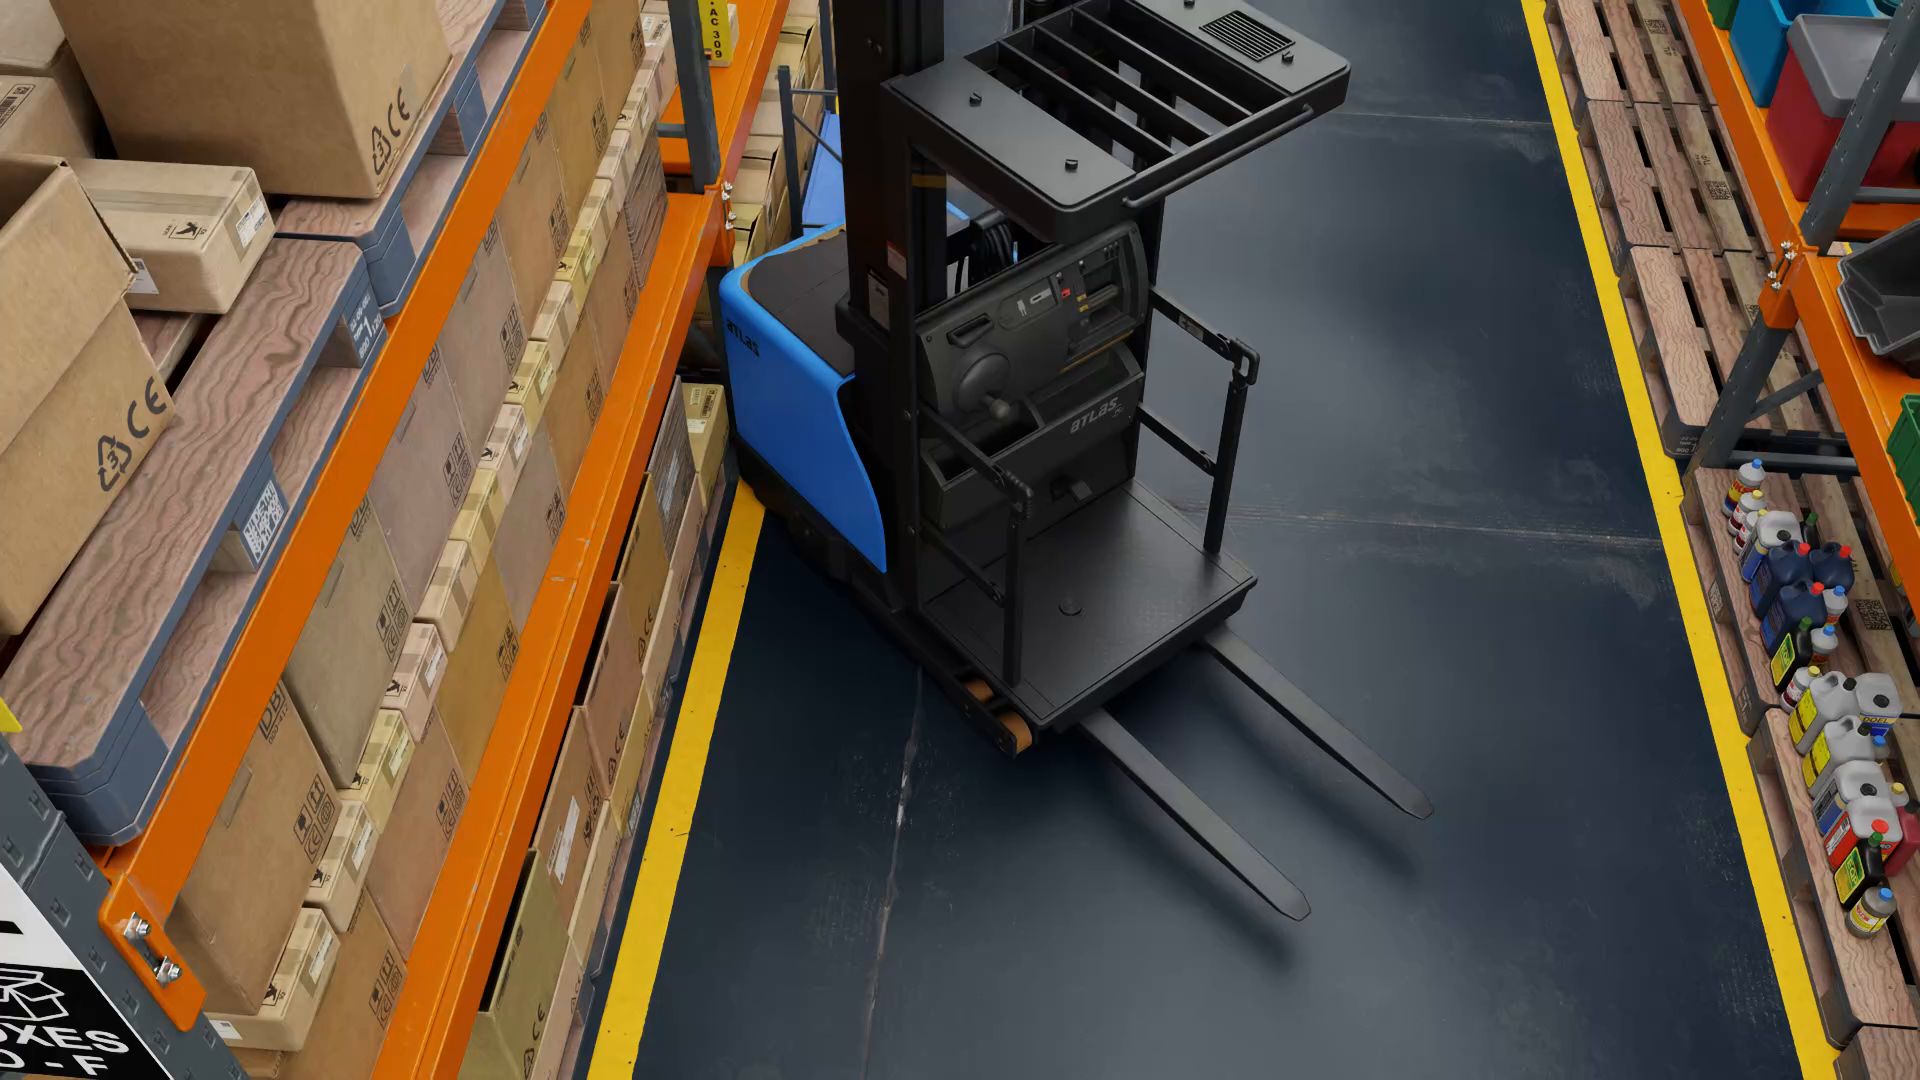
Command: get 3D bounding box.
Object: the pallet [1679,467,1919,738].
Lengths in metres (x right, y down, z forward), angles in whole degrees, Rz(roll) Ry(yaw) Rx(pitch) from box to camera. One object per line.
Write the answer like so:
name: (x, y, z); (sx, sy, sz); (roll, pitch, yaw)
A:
pallet: (3.427, 0.245, 6.408); (1.003, 0.211, 1.213); (4, 48, 4)

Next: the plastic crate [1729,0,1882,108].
plastic crate: (3.321, -2.012, 6.595); (0.392, 0.384, 0.575); (4, 48, 4)

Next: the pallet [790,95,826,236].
pallet: (-1.266, -2.024, 8.484); (1.003, 0.211, 1.213); (4, 48, 4)

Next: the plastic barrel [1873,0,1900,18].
plastic barrel: (3.803, -2.102, 6.759); (0.301, 0.262, 0.301); (0, 48, 0)

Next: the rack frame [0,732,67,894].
rack frame: (-1.767, -0.608, 1.233); (1.000, 3.000, 0.127); (4, 48, 4)

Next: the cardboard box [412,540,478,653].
cardboard box: (-1.424, 0.132, 4.115); (0.380, 0.149, 0.250); (2, 48, 2)

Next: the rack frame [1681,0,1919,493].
rack frame: (3.530, -1.186, 5.828); (1.000, 3.000, 0.127); (4, 48, 4)

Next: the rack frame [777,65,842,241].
rack frame: (-0.453, -1.302, 6.951); (0.500, 1.500, 0.032); (3, 48, 3)

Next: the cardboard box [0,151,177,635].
cardboard box: (-1.710, -0.241, 2.481); (0.797, 0.503, 0.637); (7, 48, 6)

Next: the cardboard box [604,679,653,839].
cardboard box: (-1.358, 0.722, 5.661); (0.500, 0.250, 0.500); (4, 48, 4)

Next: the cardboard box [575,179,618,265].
cardboard box: (-1.283, -0.993, 5.144); (0.380, 0.149, 0.250); (4, 48, 3)

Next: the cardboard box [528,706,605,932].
cardboard box: (-1.420, 0.835, 5.050); (0.500, 0.500, 0.500); (4, 48, 4)

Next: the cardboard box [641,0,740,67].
cardboard box: (-1.118, -2.075, 6.811); (0.380, 0.149, 0.250); (4, 48, 4)

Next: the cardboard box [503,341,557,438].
cardboard box: (-1.352, -0.432, 4.631); (0.380, 0.149, 0.250); (5, 48, 5)

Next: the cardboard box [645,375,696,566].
cardboard box: (-1.284, -0.267, 6.058); (0.500, 0.500, 0.500); (4, 48, 4)

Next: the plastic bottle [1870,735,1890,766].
plastic bottle: (3.095, 0.739, 5.666); (0.097, 0.201, 0.097); (0, 48, 0)

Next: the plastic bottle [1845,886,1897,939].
plastic bottle: (2.896, 1.170, 5.271); (0.097, 0.201, 0.097); (0, 48, 0)

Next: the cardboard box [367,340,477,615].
cardboard box: (-1.619, -0.193, 3.973); (0.700, 0.500, 0.500); (4, 48, 4)

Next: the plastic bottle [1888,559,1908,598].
plastic bottle: (3.615, 0.042, 6.202); (0.144, 0.351, 0.185); (4, 48, 4)

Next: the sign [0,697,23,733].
sign: (-1.215, 0.125, 1.950); (0.100, 0.325, 0.005); (4, 48, 4)

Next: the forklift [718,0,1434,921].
forklift: (0.394, -0.632, 5.368); (1.130, 2.935, 3.031); (-31, 55, -25)

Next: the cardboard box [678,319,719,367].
cardboard box: (-1.119, -1.016, 7.251); (0.500, 0.250, 0.500); (3, 48, 3)

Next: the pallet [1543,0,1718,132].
pallet: (3.785, -2.618, 9.027); (1.003, 0.211, 1.213); (4, 48, 4)

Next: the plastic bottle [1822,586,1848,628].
plastic bottle: (3.150, 0.266, 6.051); (0.097, 0.271, 0.097); (0, 48, 0)

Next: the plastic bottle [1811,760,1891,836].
plastic bottle: (2.959, 0.859, 5.505); (0.152, 0.276, 0.135); (3, 48, 2)

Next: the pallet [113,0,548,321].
pallet: (-1.568, -0.982, 3.669); (1.003, 0.211, 1.213); (4, 48, 4)

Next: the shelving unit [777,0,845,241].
shelving unit: (-0.412, -1.676, 7.293); (0.538, 1.500, 1.048); (3, 48, 3)

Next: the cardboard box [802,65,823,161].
cardboard box: (-0.979, -2.146, 8.285); (0.500, 0.250, 0.500); (5, 48, 4)

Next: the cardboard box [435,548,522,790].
cardboard box: (-1.618, 0.290, 4.410); (0.700, 0.500, 0.500); (4, 48, 4)

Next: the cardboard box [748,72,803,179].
cardboard box: (-1.020, -1.960, 7.735); (0.500, 0.311, 0.500); (2, 48, 2)

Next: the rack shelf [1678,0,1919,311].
rack shelf: (3.712, -2.413, 7.438); (1.077, 0.370, 4.000); (4, 48, 4)

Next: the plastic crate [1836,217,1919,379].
plastic crate: (3.356, -0.789, 5.507); (0.767, 0.338, 0.504); (4, 48, 4)

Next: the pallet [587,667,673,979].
pallet: (-1.625, 0.899, 5.810); (1.003, 0.211, 1.213); (4, 48, 4)

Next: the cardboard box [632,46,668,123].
cardboard box: (-1.214, -1.561, 5.663); (0.380, 0.149, 0.250); (4, 48, 3)

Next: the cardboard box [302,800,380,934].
cardboard box: (-1.495, 0.696, 3.599); (0.380, 0.149, 0.250); (3, 48, 3)

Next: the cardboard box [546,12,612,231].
cardboard box: (-1.481, -1.296, 4.982); (0.700, 0.500, 0.500); (4, 48, 3)

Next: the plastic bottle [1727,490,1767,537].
plastic bottle: (3.055, -0.111, 6.443); (0.097, 0.201, 0.097); (0, 48, 0)

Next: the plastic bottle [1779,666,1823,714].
plastic bottle: (2.977, 0.520, 5.866); (0.097, 0.201, 0.097); (0, 48, 0)

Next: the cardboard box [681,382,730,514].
cardboard box: (-1.227, -0.381, 6.670); (0.500, 0.250, 0.500); (4, 48, 4)

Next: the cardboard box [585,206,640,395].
cardboard box: (-1.478, -0.841, 5.445); (0.700, 0.500, 0.500); (3, 48, 3)

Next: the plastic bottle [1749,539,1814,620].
plastic bottle: (3.043, 0.124, 6.126); (0.144, 0.351, 0.185); (5, 48, 5)
